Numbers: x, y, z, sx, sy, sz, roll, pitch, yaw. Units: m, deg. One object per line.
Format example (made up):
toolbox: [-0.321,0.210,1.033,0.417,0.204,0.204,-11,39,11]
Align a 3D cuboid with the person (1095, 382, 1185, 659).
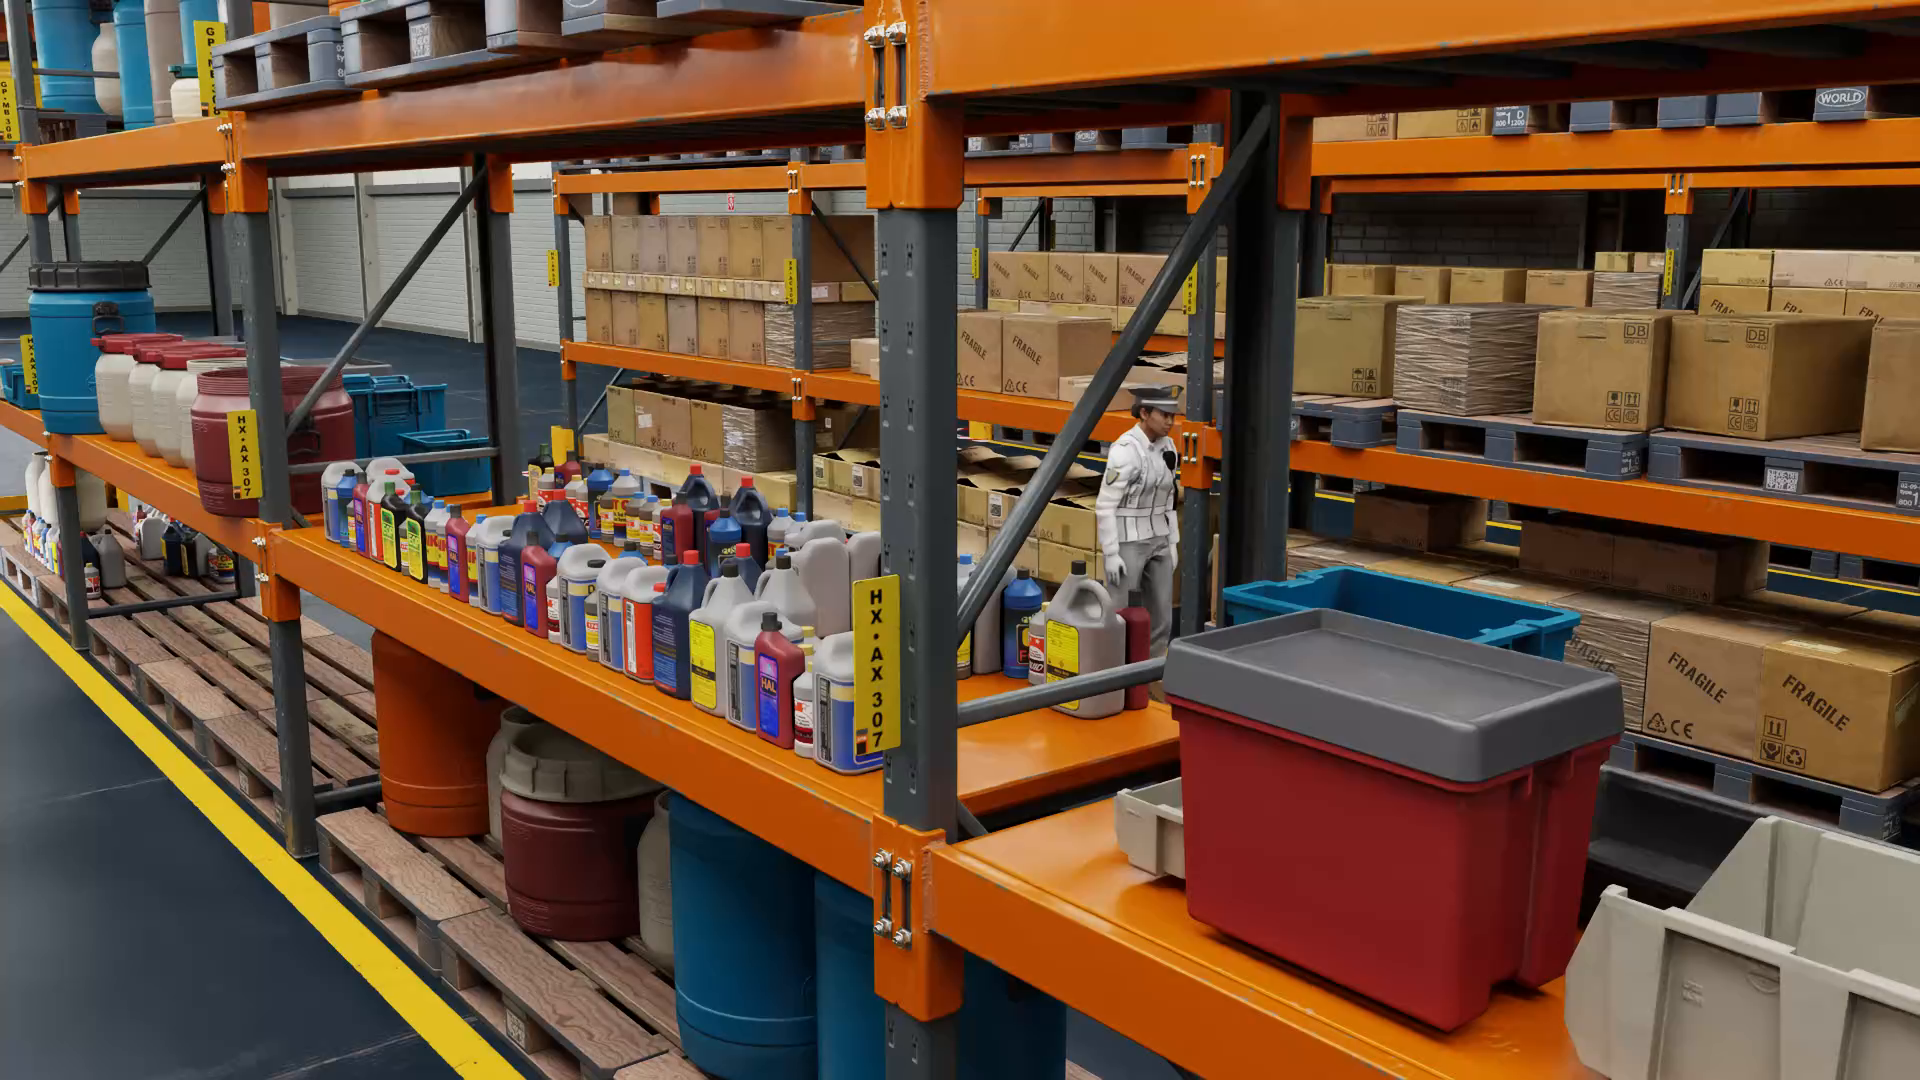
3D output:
person: [0.900,0.058,8.134,0.530,1.662,0.414,-10,15,-40]
